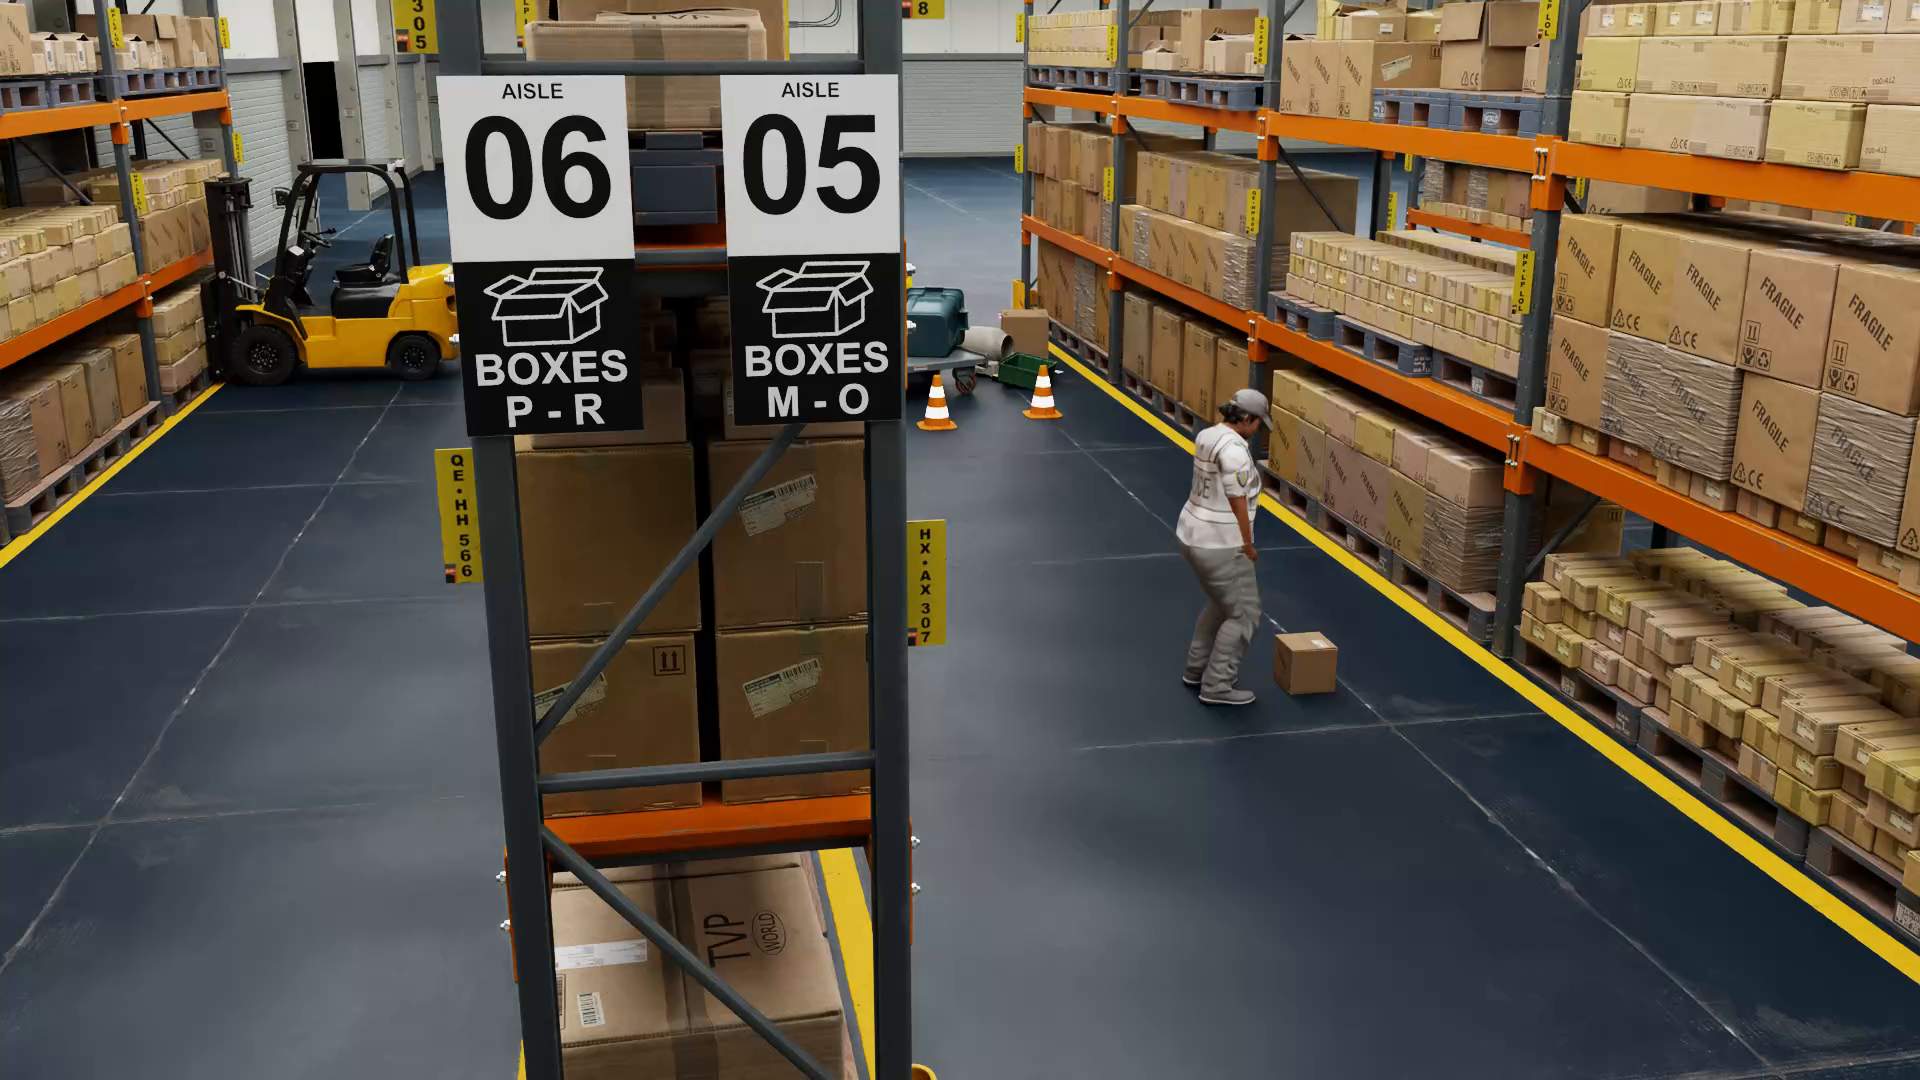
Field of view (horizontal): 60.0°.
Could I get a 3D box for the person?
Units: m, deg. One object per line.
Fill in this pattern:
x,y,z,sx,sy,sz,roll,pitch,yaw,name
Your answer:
1.360,0.024,8.558,0.479,1.620,0.496,-3,17,-9,person
